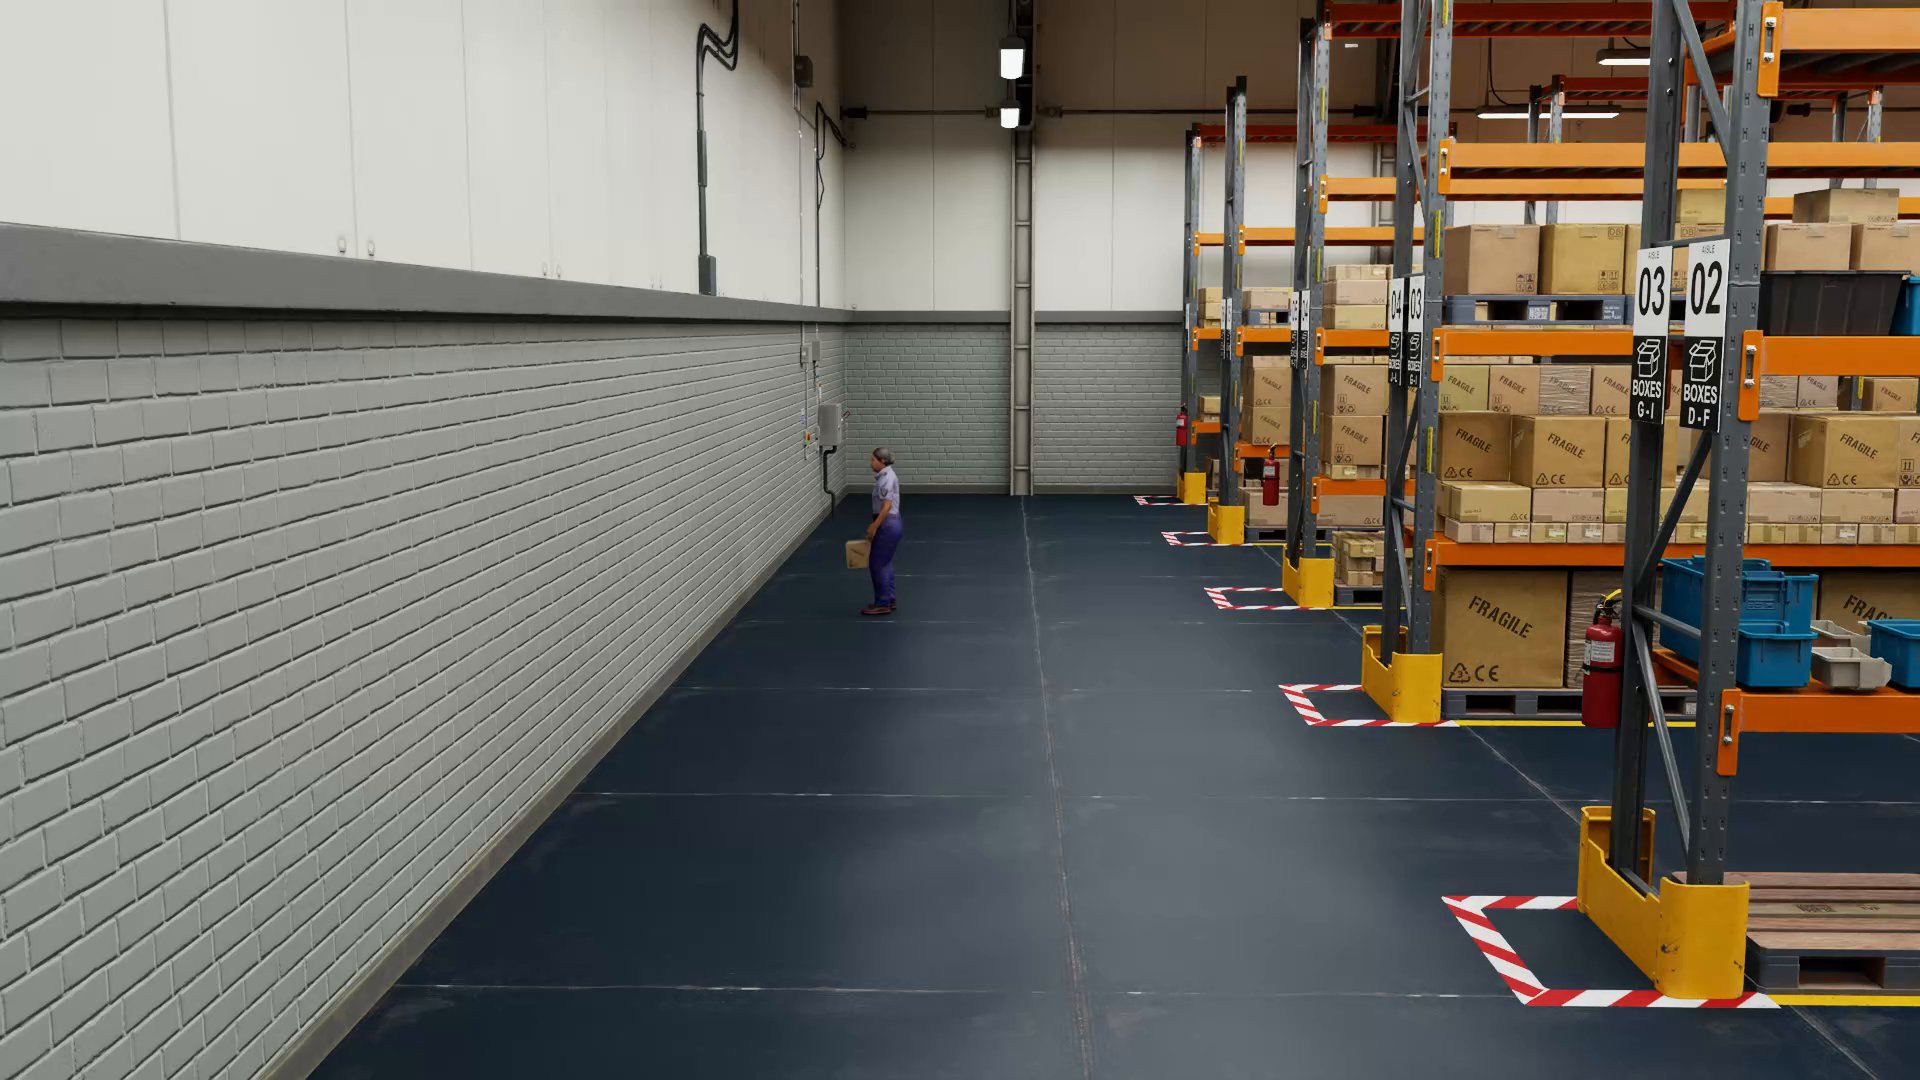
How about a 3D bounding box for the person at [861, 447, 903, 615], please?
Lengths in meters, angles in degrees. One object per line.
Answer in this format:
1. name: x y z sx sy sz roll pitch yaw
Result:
1. person: -0.780 -0.100 16.565 0.421 1.656 0.522 0 7 0
